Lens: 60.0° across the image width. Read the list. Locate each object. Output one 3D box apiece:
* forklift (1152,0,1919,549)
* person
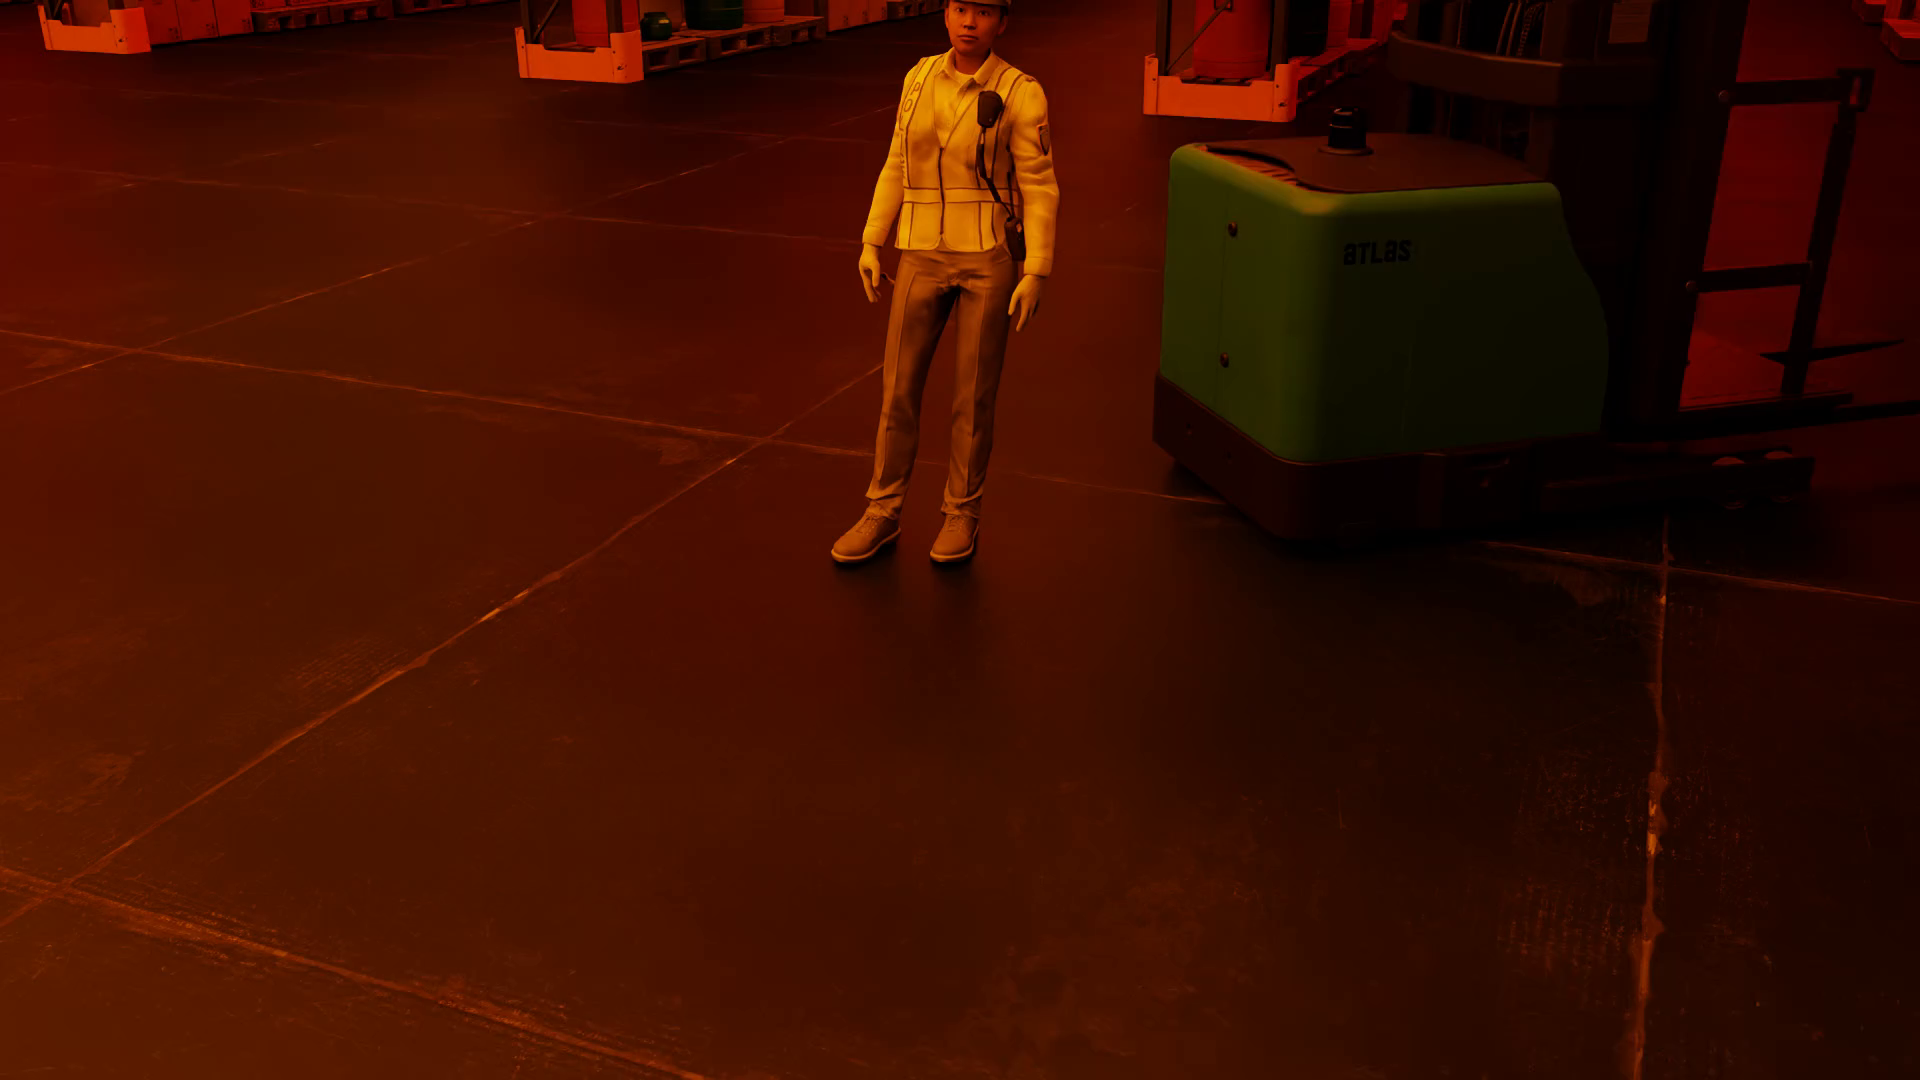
[{"bbox_3d":[2.239,-1.638,5.212,3.031,2.935,1.130,-7,24,-16],"label":"forklift"},{"bbox_3d":[-0.033,-0.765,4.707,0.587,1.694,0.529,9,24,21],"label":"person"}]
